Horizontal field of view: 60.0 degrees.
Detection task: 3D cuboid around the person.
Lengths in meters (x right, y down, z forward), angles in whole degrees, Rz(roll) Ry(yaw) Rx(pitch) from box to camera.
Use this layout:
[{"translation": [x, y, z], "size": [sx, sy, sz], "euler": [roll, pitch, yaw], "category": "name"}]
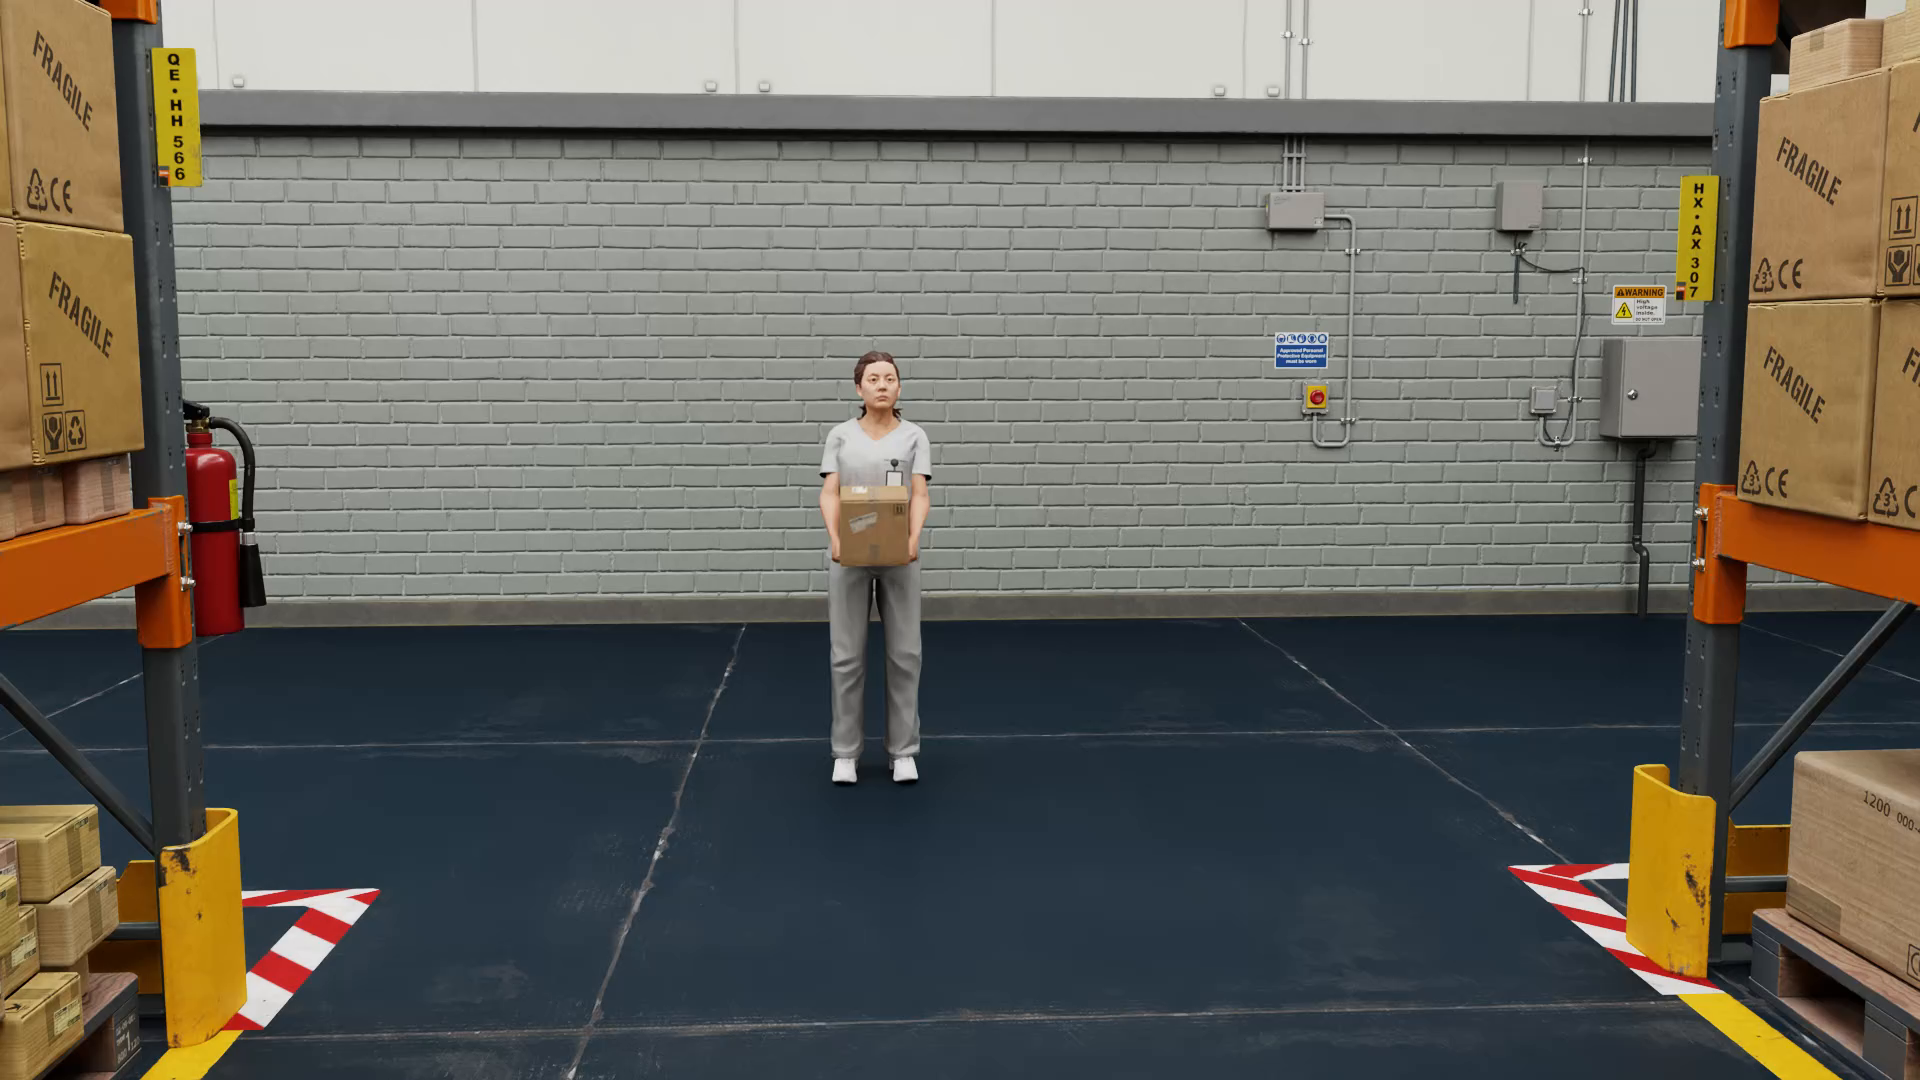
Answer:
[{"translation": [-0.322, 0.111, 6.418], "size": [0.437, 1.655, 0.554], "euler": [0, 7, -3], "category": "person"}]
